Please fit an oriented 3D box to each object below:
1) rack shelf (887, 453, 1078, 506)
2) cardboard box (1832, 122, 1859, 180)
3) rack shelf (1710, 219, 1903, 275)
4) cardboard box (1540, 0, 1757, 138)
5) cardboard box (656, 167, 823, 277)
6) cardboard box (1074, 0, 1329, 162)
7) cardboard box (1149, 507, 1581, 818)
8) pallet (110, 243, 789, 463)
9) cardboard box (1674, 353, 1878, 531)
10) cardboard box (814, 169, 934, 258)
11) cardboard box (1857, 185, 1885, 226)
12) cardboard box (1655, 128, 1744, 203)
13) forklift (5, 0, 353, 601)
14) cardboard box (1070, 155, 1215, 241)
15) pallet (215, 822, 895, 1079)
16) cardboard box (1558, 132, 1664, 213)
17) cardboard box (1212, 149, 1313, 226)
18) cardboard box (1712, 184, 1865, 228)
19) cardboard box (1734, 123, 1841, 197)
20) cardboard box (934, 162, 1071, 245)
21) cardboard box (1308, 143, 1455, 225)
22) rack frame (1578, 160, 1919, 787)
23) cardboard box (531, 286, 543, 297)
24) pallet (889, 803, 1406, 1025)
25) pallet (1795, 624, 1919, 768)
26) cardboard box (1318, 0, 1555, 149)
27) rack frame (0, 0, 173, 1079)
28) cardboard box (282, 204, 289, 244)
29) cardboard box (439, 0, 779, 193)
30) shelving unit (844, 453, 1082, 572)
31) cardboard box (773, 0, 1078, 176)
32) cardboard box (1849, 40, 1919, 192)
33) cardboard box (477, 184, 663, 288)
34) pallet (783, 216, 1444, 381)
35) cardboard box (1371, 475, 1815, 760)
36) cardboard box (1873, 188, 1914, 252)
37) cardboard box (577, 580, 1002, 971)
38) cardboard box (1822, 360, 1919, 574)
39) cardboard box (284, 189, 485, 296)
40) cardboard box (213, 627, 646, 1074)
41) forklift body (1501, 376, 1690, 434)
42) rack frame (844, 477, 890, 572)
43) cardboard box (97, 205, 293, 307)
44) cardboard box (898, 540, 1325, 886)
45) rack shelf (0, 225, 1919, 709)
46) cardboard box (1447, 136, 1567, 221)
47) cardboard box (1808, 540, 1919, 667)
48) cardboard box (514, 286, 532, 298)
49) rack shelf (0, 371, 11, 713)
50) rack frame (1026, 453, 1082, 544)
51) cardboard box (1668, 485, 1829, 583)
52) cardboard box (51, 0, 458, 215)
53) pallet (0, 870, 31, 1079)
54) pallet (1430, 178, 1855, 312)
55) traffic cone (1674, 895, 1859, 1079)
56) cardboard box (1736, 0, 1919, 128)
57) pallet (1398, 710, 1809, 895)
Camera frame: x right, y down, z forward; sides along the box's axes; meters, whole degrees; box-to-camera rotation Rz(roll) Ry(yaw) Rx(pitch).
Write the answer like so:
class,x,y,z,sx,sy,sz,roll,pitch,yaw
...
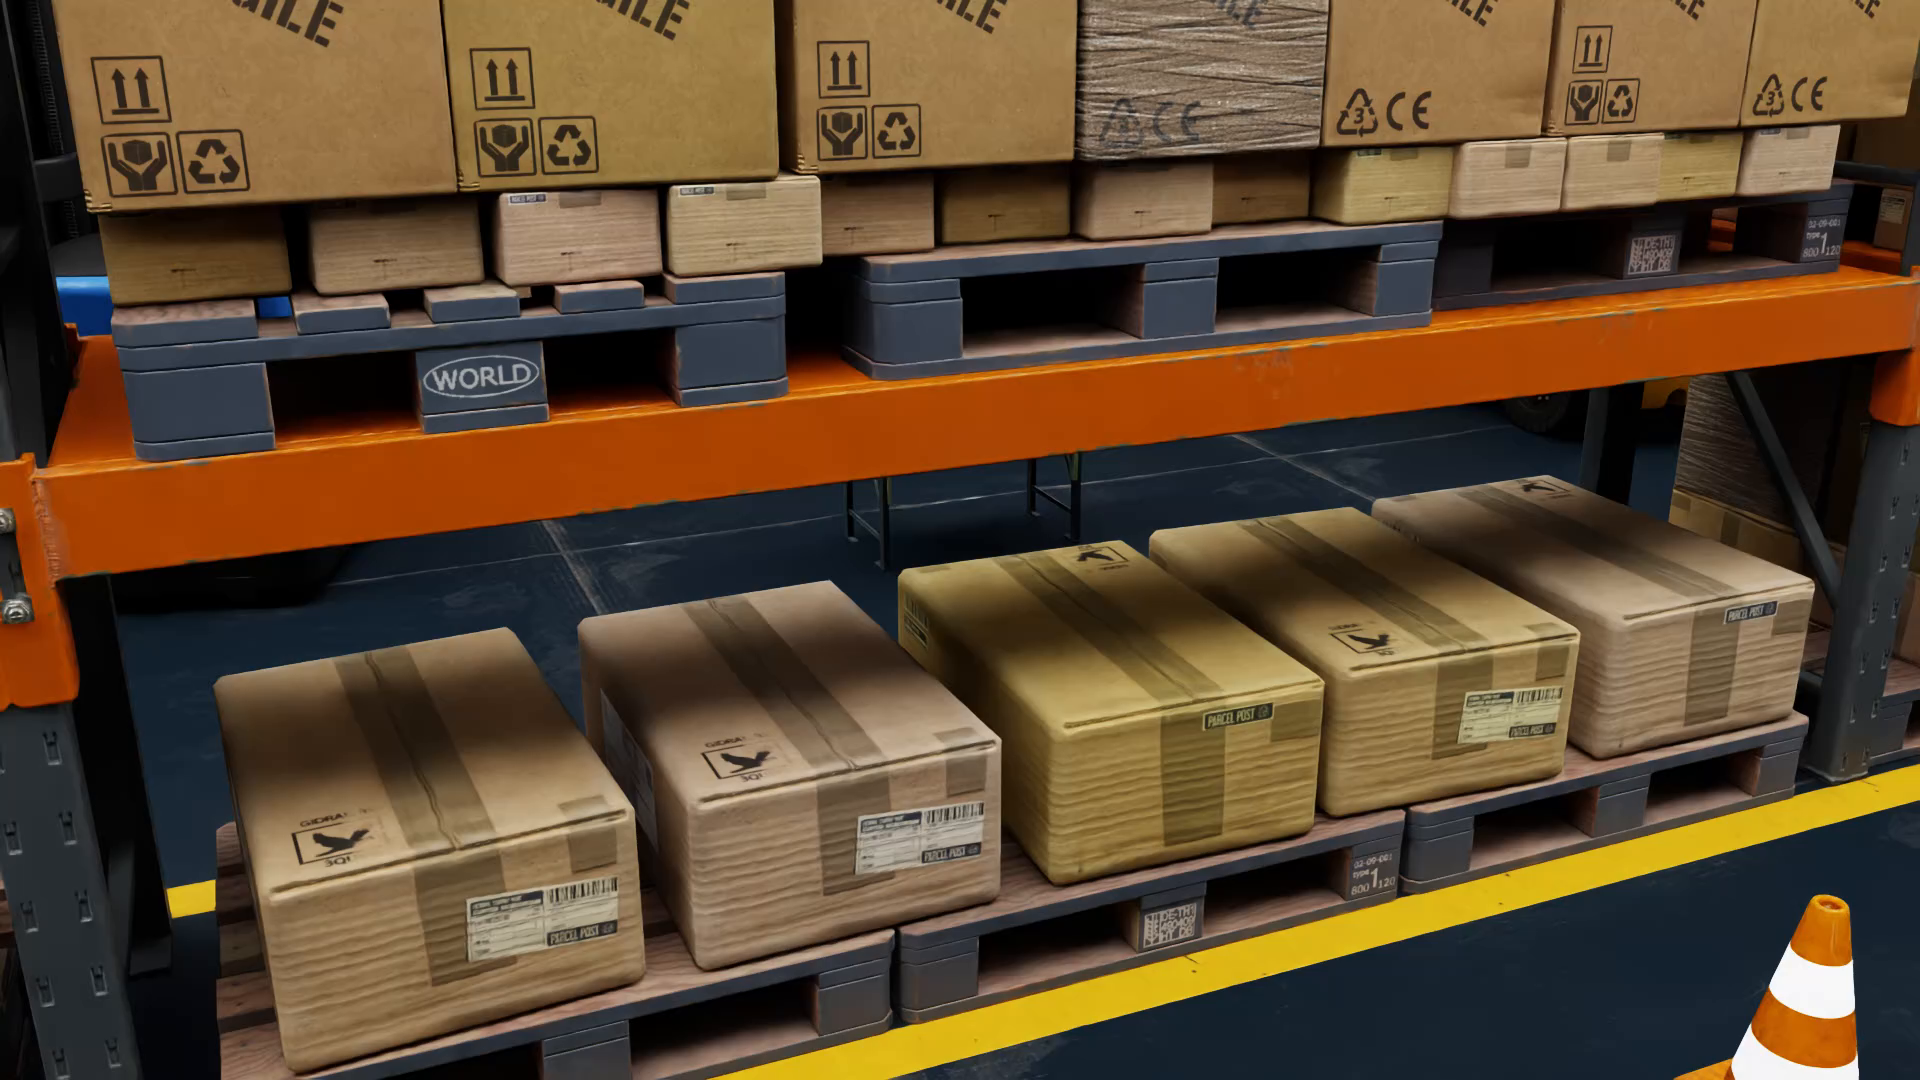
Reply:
class,x,y,z,sx,sy,sz,roll,pitch,yaw
rack shelf,0.006,-0.401,5.884,0.720,0.370,0.431,-8,21,-22
cardboard box,2.392,-1.268,4.509,0.500,0.500,0.500,-9,21,-23
rack shelf,3.919,-0.870,5.060,4.000,0.370,1.077,-8,21,-22
cardboard box,1.294,-1.136,3.500,0.500,0.500,0.500,-8,21,-22
cardboard box,-0.415,-0.565,2.855,0.250,0.149,0.380,-8,21,-22
cardboard box,0.337,-1.000,3.116,0.500,0.500,0.500,-9,21,-24
cardboard box,0.943,0.260,4.091,0.625,0.372,0.950,-7,21,-19
pallet,-0.978,-0.456,3.089,1.003,0.211,1.213,-8,21,-22
cardboard box,2.519,-0.361,4.909,0.500,0.500,0.500,-8,21,-23
cardboard box,-0.225,-0.620,3.013,0.250,0.149,0.380,-7,21,-19
cardboard box,2.483,-0.998,4.719,0.250,0.149,0.380,-8,21,-21
cardboard box,1.470,-0.845,3.651,0.250,0.149,0.380,-9,21,-24
forklift,-3.623,-1.303,5.311,3.031,2.935,1.130,-1,19,-4
cardboard box,0.285,-0.684,3.193,0.250,0.149,0.380,-7,21,-20
pallet,-0.872,0.793,3.453,1.213,0.211,1.003,-8,21,-22
cardboard box,1.248,-0.800,3.524,0.250,0.149,0.380,-9,21,-23
cardboard box,0.494,-0.741,3.356,0.250,0.149,0.380,-9,21,-24
cardboard box,2.257,-0.963,4.619,0.250,0.149,0.380,-8,21,-22
cardboard box,1.719,-0.874,3.734,0.250,0.149,0.380,-8,21,-21
cardboard box,0.019,-0.669,3.152,0.250,0.149,0.380,-7,21,-20
cardboard box,0.777,-0.744,3.366,0.250,0.149,0.380,-8,21,-22
rack frame,2.082,-0.946,4.194,0.127,3.000,1.000,-8,21,-22
cardboard box,-1.767,-1.266,8.045,0.625,0.625,0.875,-9,21,-24
pallet,0.246,0.633,3.905,1.213,0.211,1.003,-8,21,-22
pallet,2.685,0.270,4.938,1.213,0.211,1.003,-8,21,-22
cardboard box,0.818,-1.070,3.313,0.500,0.500,0.500,-7,21,-20
rack frame,-1.590,-0.420,2.699,0.127,3.000,1.000,-8,21,-22
cardboard box,-1.165,-0.672,3.160,0.250,0.149,0.380,-8,21,-21
cardboard box,-0.610,-0.865,2.732,0.500,0.500,0.500,-7,21,-19
shelving unit,0.006,-0.708,5.775,0.755,1.500,0.431,-8,21,-22
cardboard box,-0.125,-0.937,2.936,0.500,0.500,0.500,-8,21,-21
cardboard box,2.597,-1.107,4.051,0.500,0.500,0.500,-8,21,-22
cardboard box,-0.676,-0.535,2.770,0.250,0.149,0.380,-10,22,-25
pallet,0.211,-0.603,3.506,1.213,0.211,1.003,-8,21,-22
cardboard box,1.602,0.165,4.362,0.625,0.372,0.950,-8,21,-21
cardboard box,2.499,-0.772,4.075,0.250,0.149,0.380,-8,21,-22
cardboard box,-0.393,0.450,3.551,0.625,0.372,0.950,-9,21,-23
cardboard box,2.731,-0.197,4.443,0.500,0.500,0.500,-7,21,-19
cardboard box,-0.945,-0.513,2.708,0.250,0.149,0.380,-10,22,-25
cardboard box,-1.068,0.550,3.268,0.625,0.372,0.950,-10,22,-26
forklift body,2.767,-1.780,7.838,1.214,2.155,2.313,-8,21,-22
rack frame,-0.330,-0.660,5.639,0.023,1.500,0.400,-8,21,-22
cardboard box,-1.218,-0.486,2.631,0.250,0.149,0.380,-9,22,-25
cardboard box,0.305,0.352,3.829,0.625,0.372,0.950,-7,21,-20
rack shelf,0.246,-0.344,3.566,4.000,0.370,1.077,-8,21,-22
cardboard box,1.015,-0.765,3.425,0.250,0.149,0.380,-8,21,-21
cardboard box,2.731,0.157,4.567,0.500,0.250,0.500,-9,21,-24
cardboard box,-2.385,-1.178,7.793,0.625,0.625,0.875,-7,21,-20
rack shelf,-3.427,0.182,2.071,4.000,0.370,1.077,-8,21,-22
rack frame,0.342,-0.756,5.912,0.023,1.500,0.400,-8,21,-22
cardboard box,2.519,-0.007,5.034,0.500,0.250,0.500,-7,21,-19
cardboard box,-1.085,-0.794,2.531,0.500,0.500,0.500,-9,21,-23
pallet,-2.344,0.976,2.933,1.213,0.211,1.003,-8,21,-22
pallet,1.323,-0.800,4.066,1.213,0.211,1.003,-8,21,-22
traffic cone,1.498,0.840,2.939,0.334,0.463,0.336,-8,21,-22
cardboard box,1.749,-1.201,3.686,0.500,0.500,0.500,-9,21,-23
pallet,1.368,0.472,4.365,1.213,0.211,1.003,-8,21,-22
